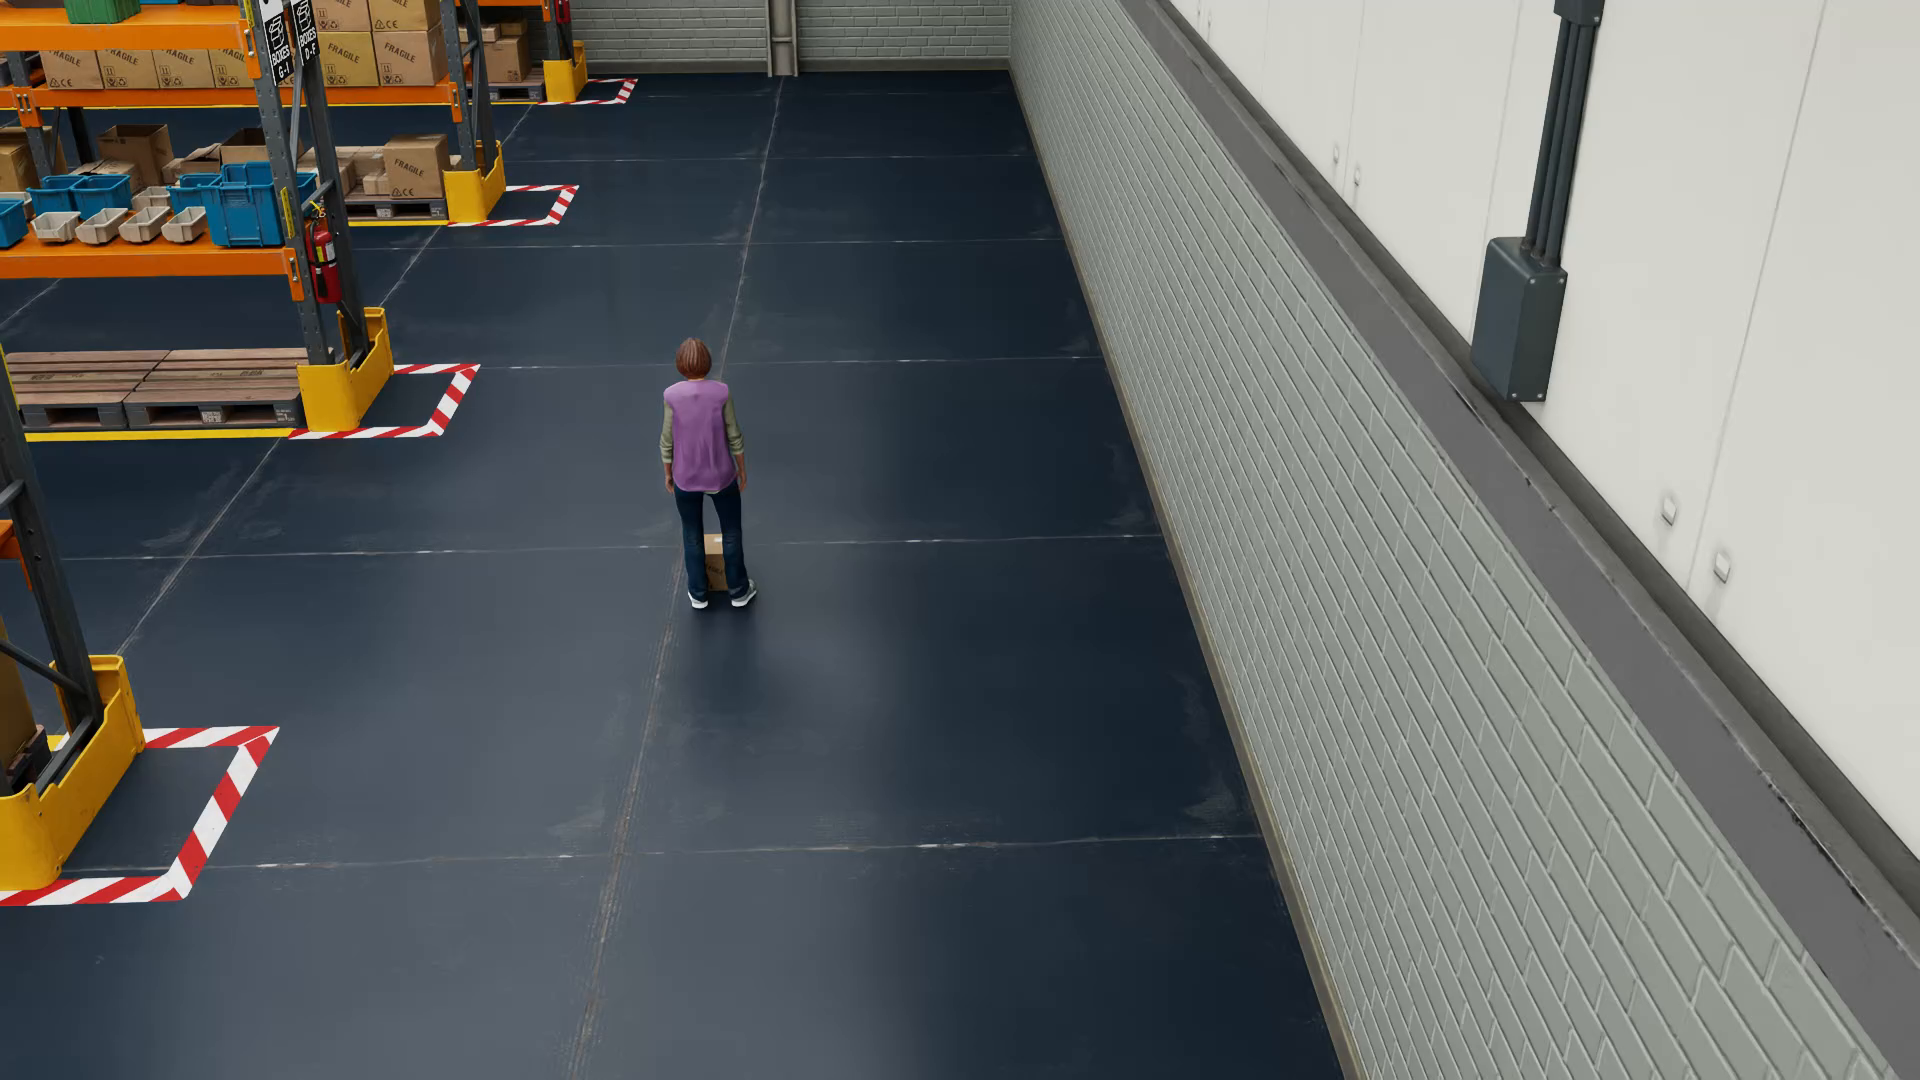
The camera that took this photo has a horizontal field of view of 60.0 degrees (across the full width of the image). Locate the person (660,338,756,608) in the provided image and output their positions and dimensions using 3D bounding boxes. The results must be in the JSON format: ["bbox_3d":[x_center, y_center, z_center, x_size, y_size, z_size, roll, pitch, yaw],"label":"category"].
[{"bbox_3d":[-1.421,-0.350,9.291,0.467,1.593,0.350,-2,28,-3],"label":"person"}]
